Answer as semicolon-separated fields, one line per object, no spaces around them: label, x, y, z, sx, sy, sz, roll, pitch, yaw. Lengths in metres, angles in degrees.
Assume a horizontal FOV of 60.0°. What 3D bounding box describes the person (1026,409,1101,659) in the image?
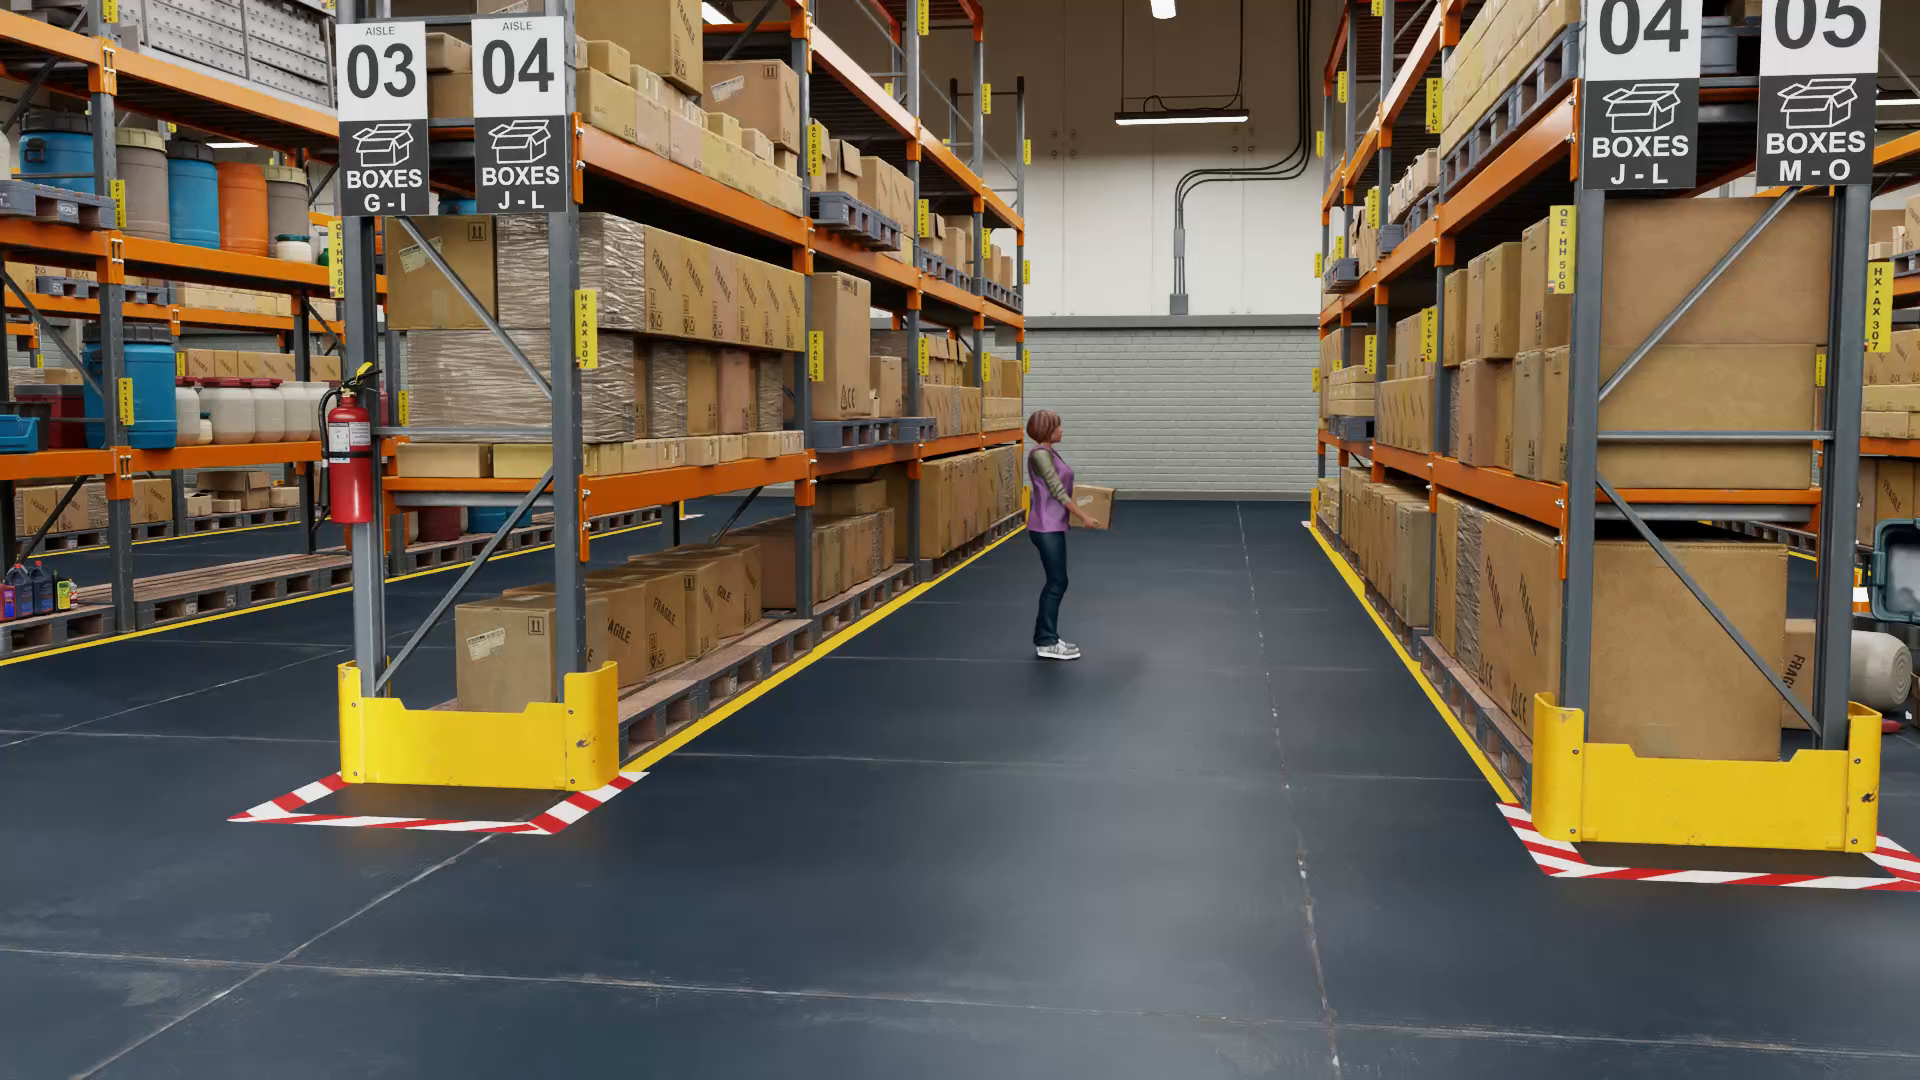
person;0.670;-0.041;10.667;0.493;1.592;0.404;1;5;10
